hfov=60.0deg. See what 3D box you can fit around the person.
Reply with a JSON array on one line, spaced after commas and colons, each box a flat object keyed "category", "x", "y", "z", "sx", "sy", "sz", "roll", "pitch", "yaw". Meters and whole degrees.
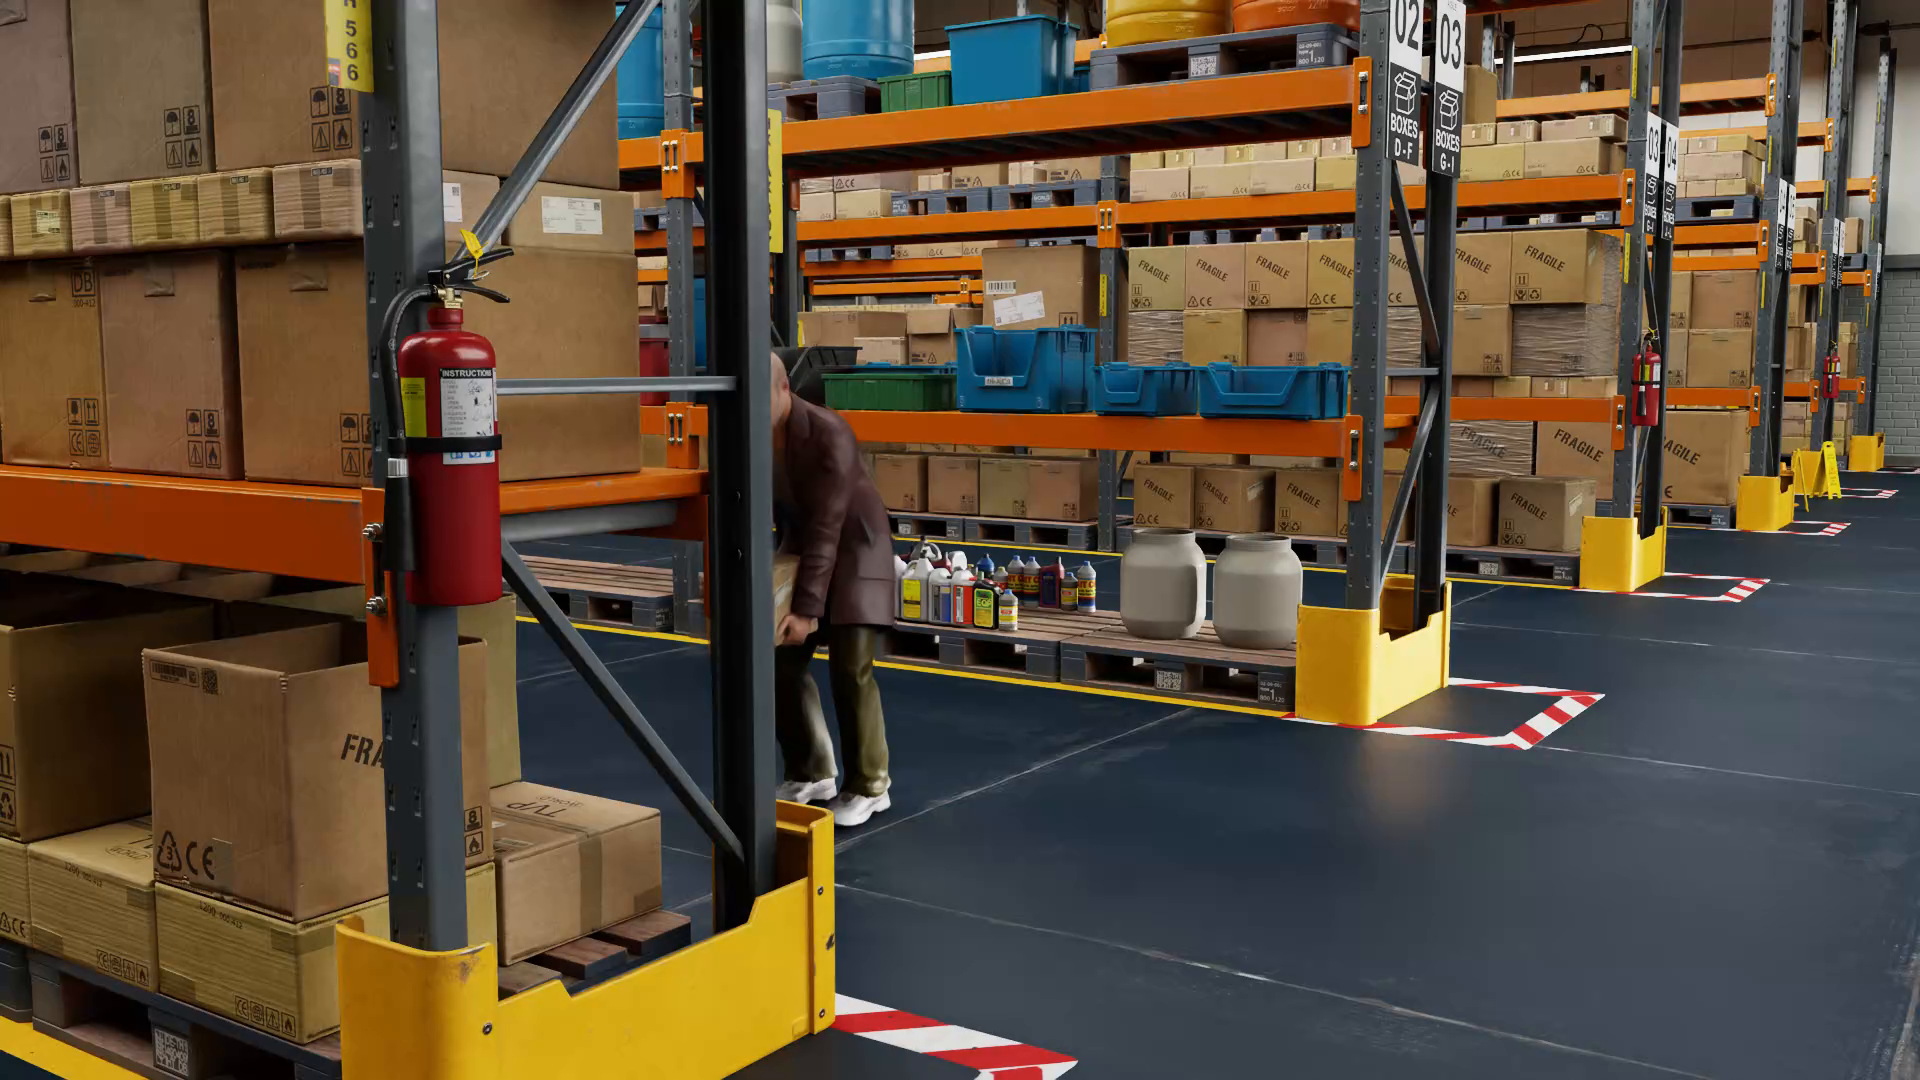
[{"category": "person", "x": -0.530, "y": 0.164, "z": 5.586, "sx": 0.550, "sy": 1.601, "sz": 0.716, "roll": 4, "pitch": 7, "yaw": 32}]
